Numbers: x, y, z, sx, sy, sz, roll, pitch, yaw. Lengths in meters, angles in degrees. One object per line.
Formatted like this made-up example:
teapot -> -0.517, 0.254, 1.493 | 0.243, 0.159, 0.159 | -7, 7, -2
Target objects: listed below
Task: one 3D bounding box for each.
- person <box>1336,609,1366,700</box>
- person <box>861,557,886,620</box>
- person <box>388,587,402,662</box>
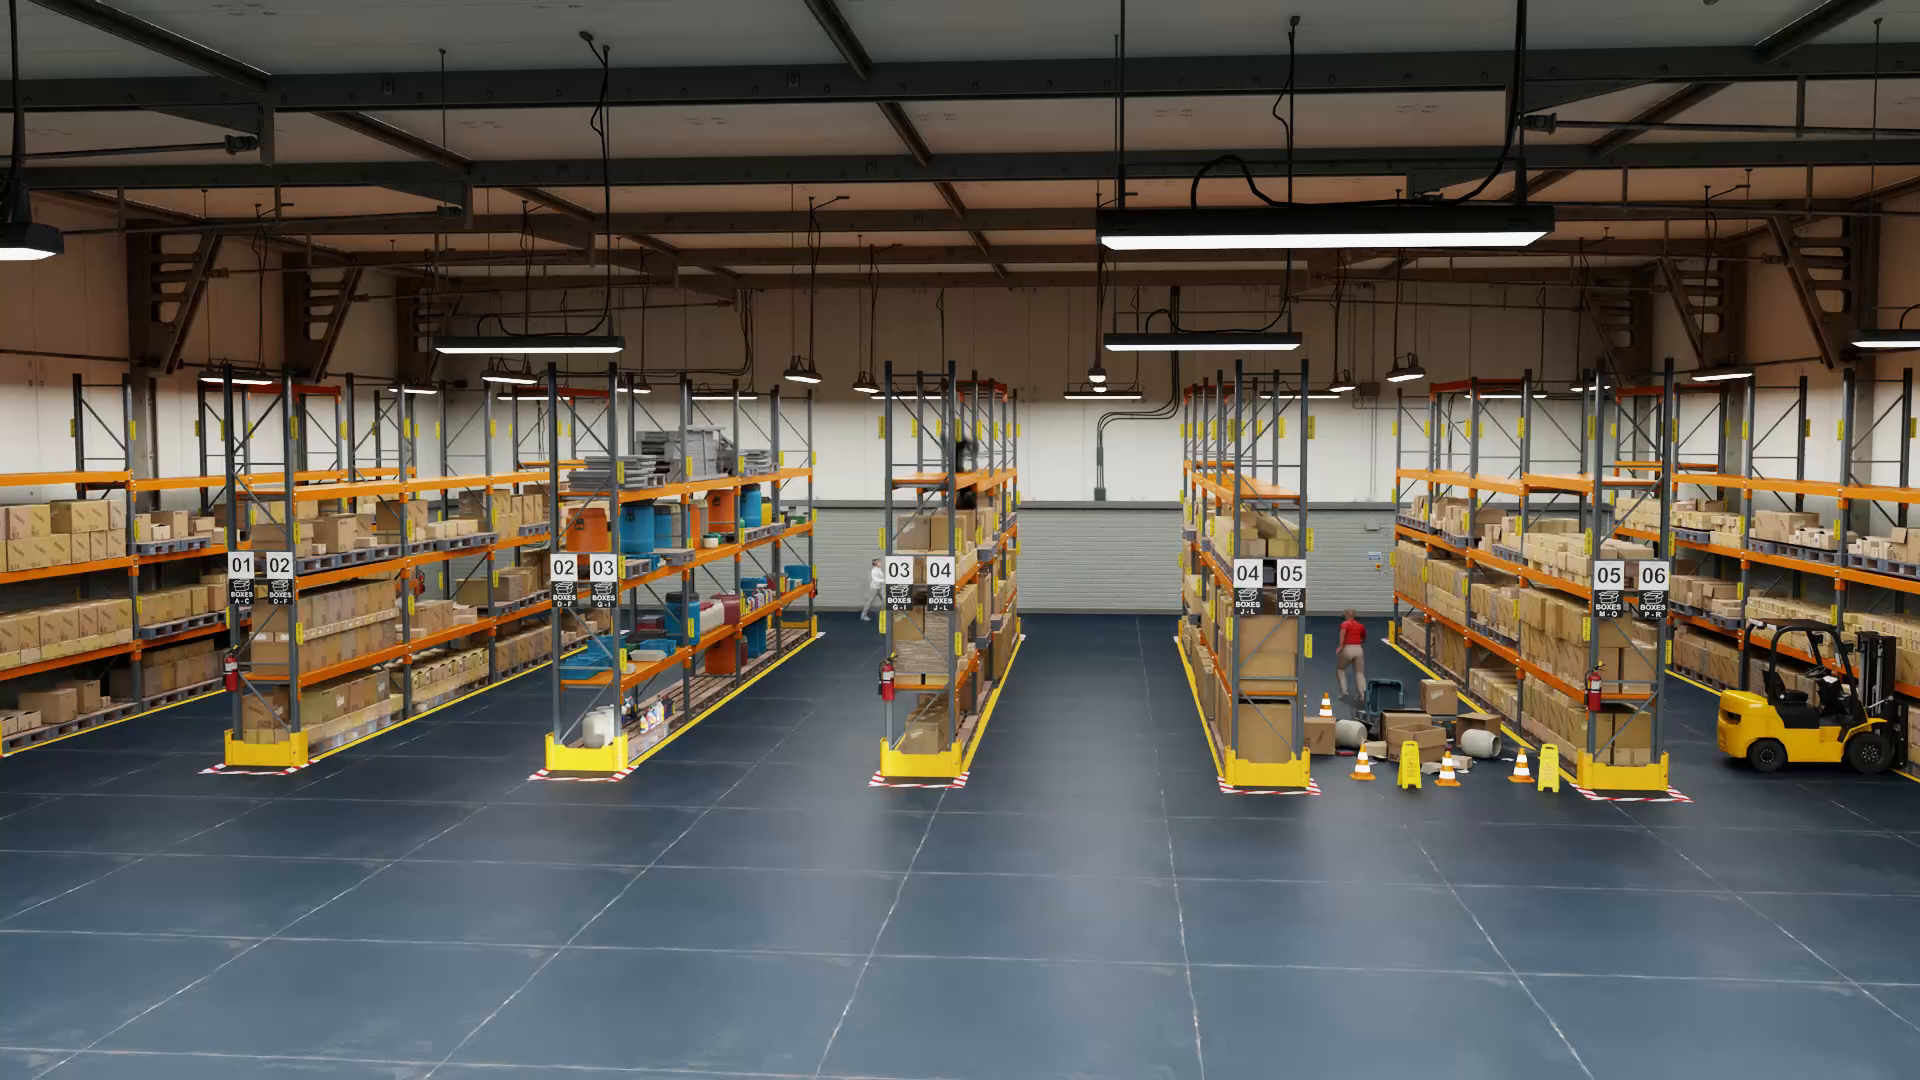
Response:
person -> 7.261, 2.151, 30.853 | 0.665, 1.700, 0.989 | -1, 4, -8
person -> -2.186, 1.312, 43.308 | 0.830, 1.746, 0.593 | 2, 4, 23
person -> -12.246, 1.809, 36.092 | 0.545, 1.593, 0.873 | 0, 4, -3
